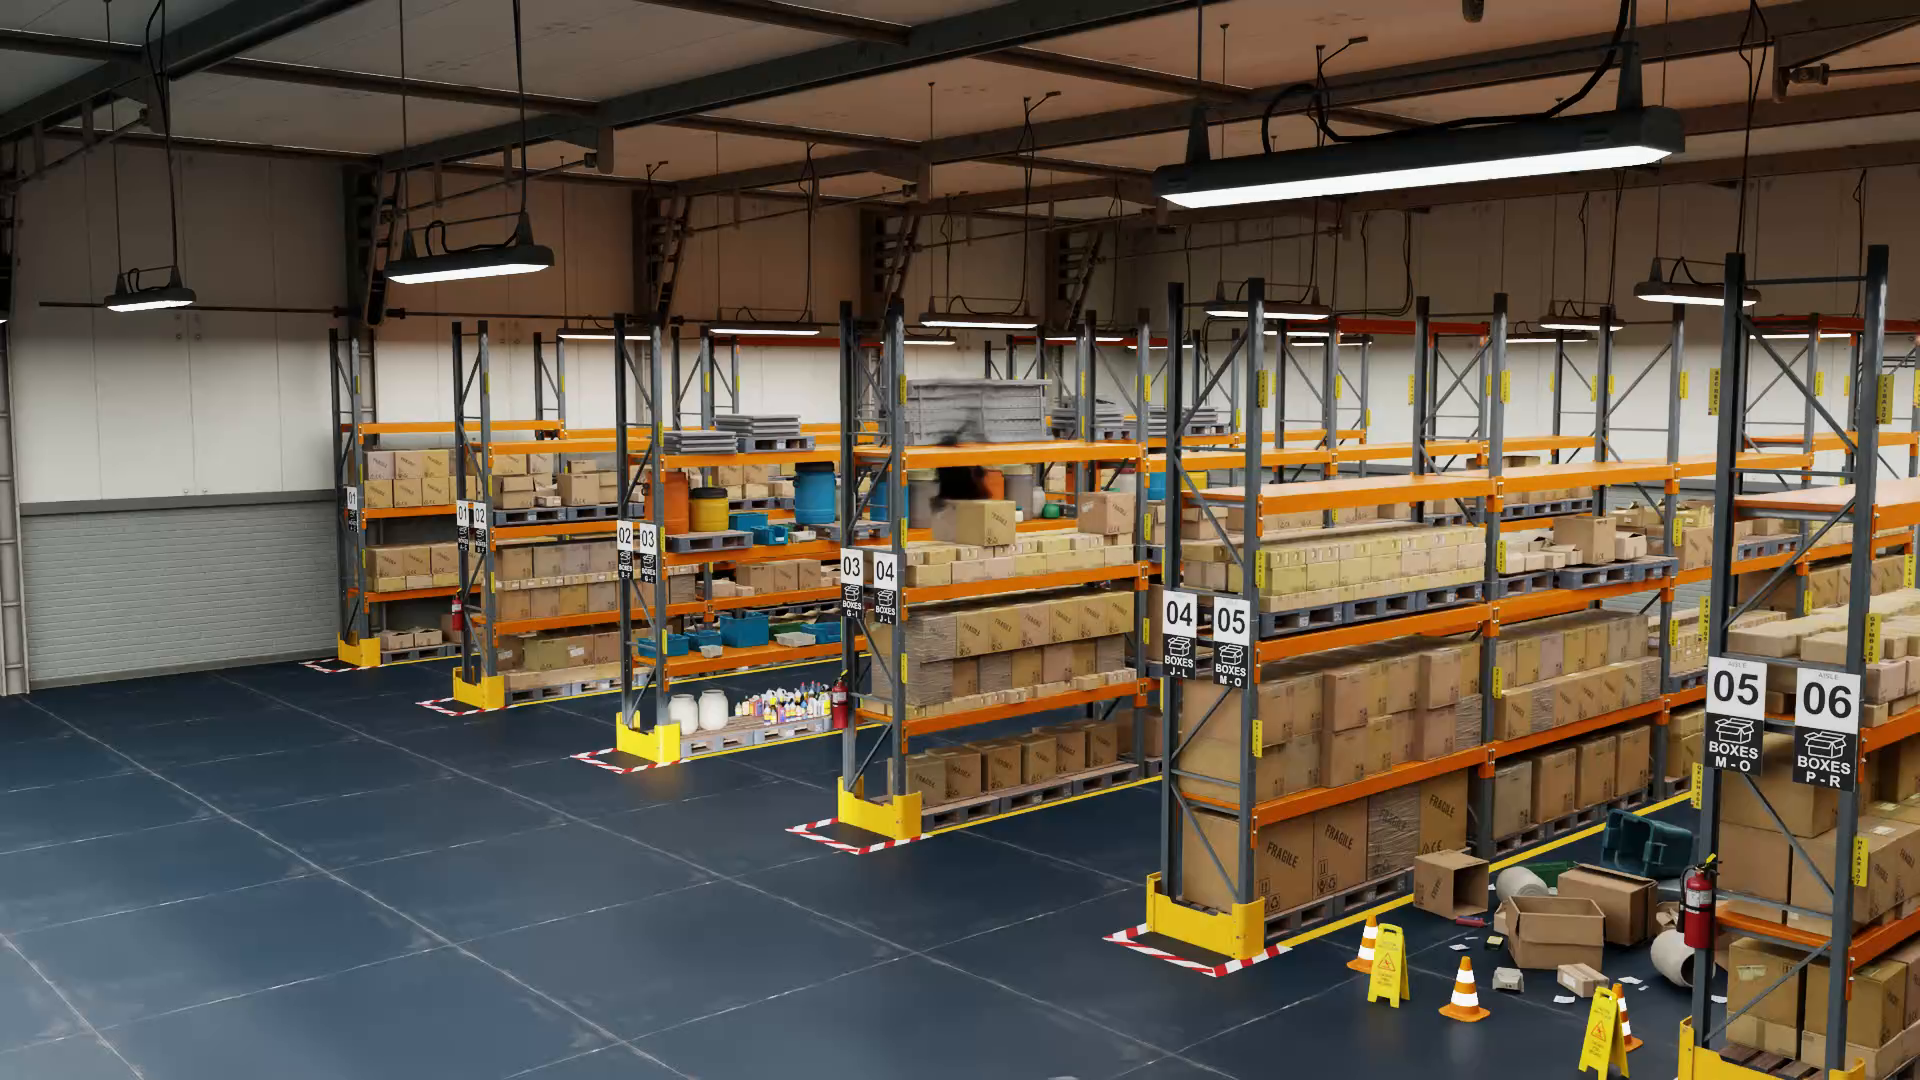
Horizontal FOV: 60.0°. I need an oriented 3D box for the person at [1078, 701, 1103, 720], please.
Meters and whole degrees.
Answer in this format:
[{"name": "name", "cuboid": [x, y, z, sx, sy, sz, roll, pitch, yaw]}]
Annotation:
[{"name": "person", "cuboid": [1.939, 2.008, 23.881, 0.567, 1.623, 0.568, 5, 7, 40]}]
